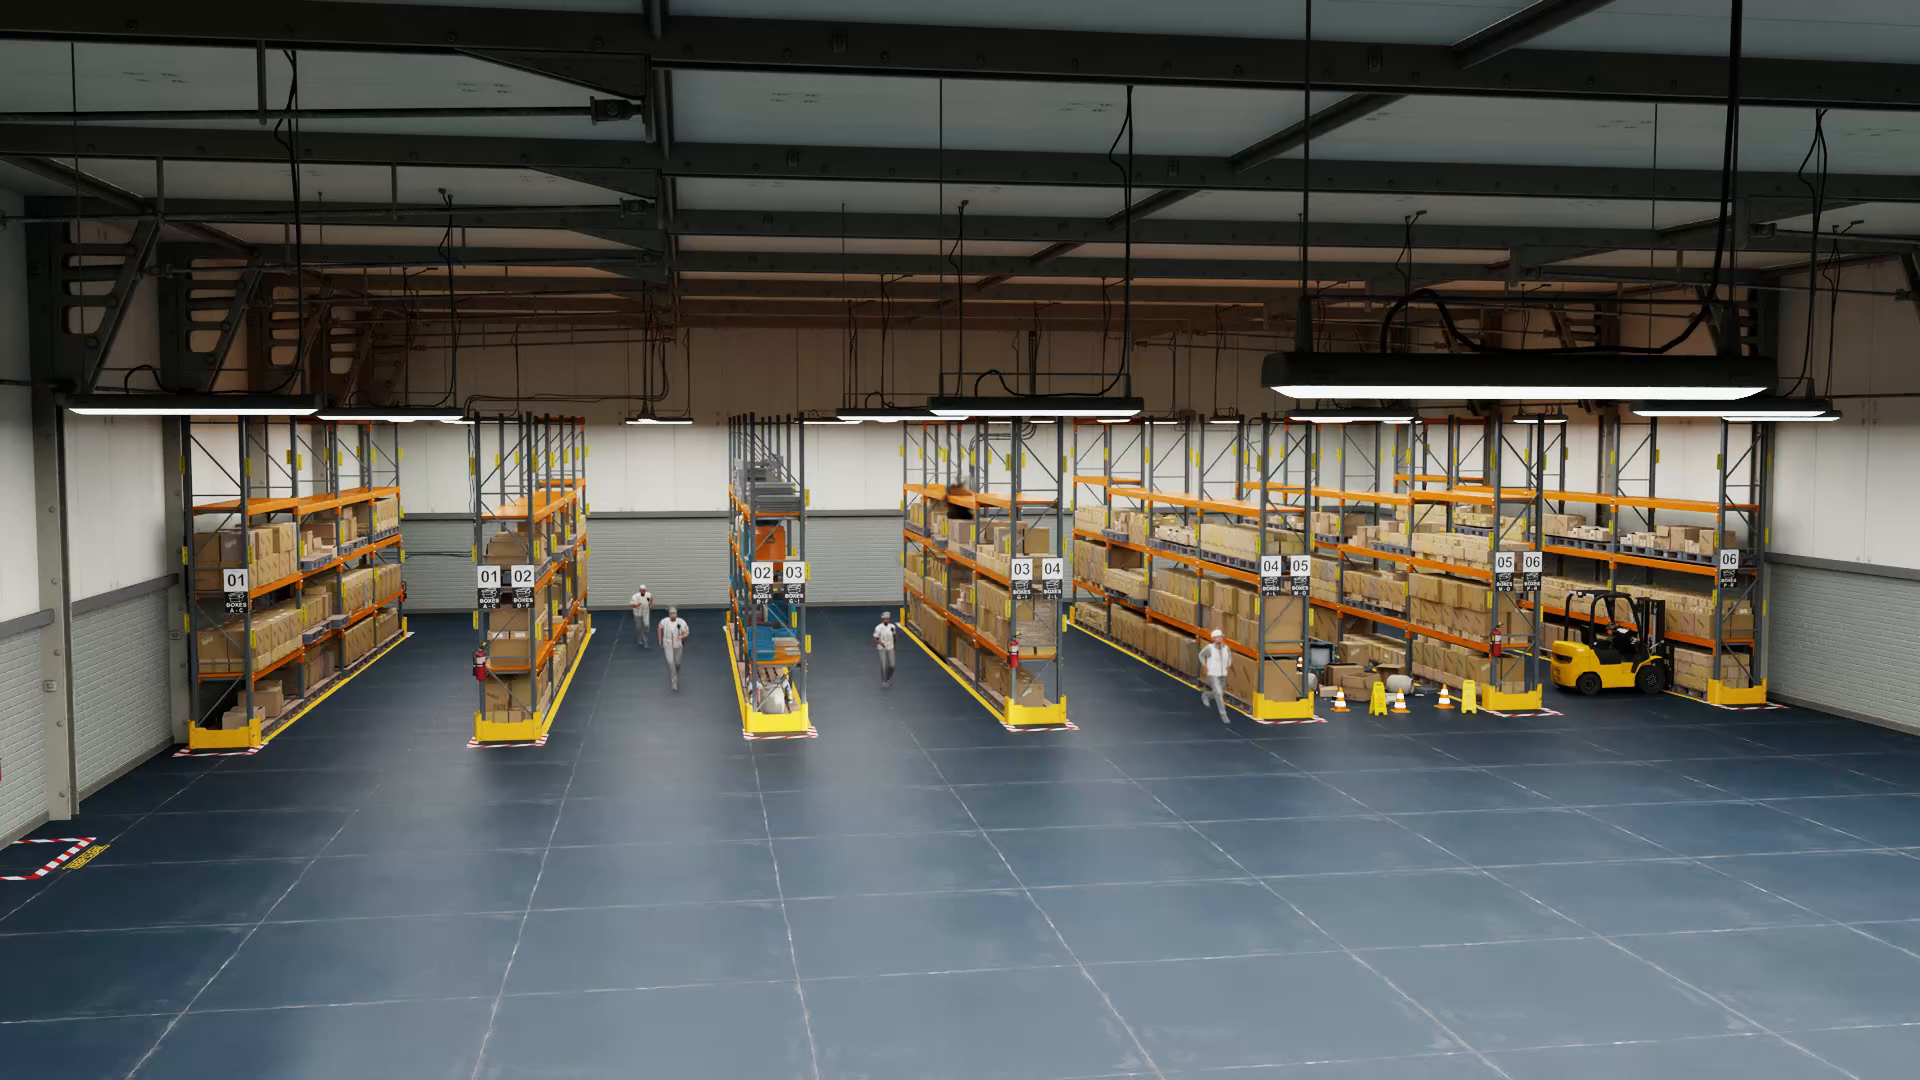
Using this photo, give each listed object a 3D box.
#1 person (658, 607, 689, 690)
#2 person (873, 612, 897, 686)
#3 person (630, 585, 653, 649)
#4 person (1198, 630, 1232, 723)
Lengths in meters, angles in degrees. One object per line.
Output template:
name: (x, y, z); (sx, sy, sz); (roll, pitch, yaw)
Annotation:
person: (-6.326, 2.347, 36.739); (0.686, 1.789, 1.030); (-1, 4, -10)
person: (-1.615, 2.407, 36.515); (0.576, 1.654, 0.580); (-1, 4, -15)
person: (-8.276, 1.981, 43.221); (0.597, 1.670, 0.917); (-1, 4, -14)
person: (5.034, 2.644, 32.626); (0.620, 1.791, 1.109); (-2, 4, -27)
